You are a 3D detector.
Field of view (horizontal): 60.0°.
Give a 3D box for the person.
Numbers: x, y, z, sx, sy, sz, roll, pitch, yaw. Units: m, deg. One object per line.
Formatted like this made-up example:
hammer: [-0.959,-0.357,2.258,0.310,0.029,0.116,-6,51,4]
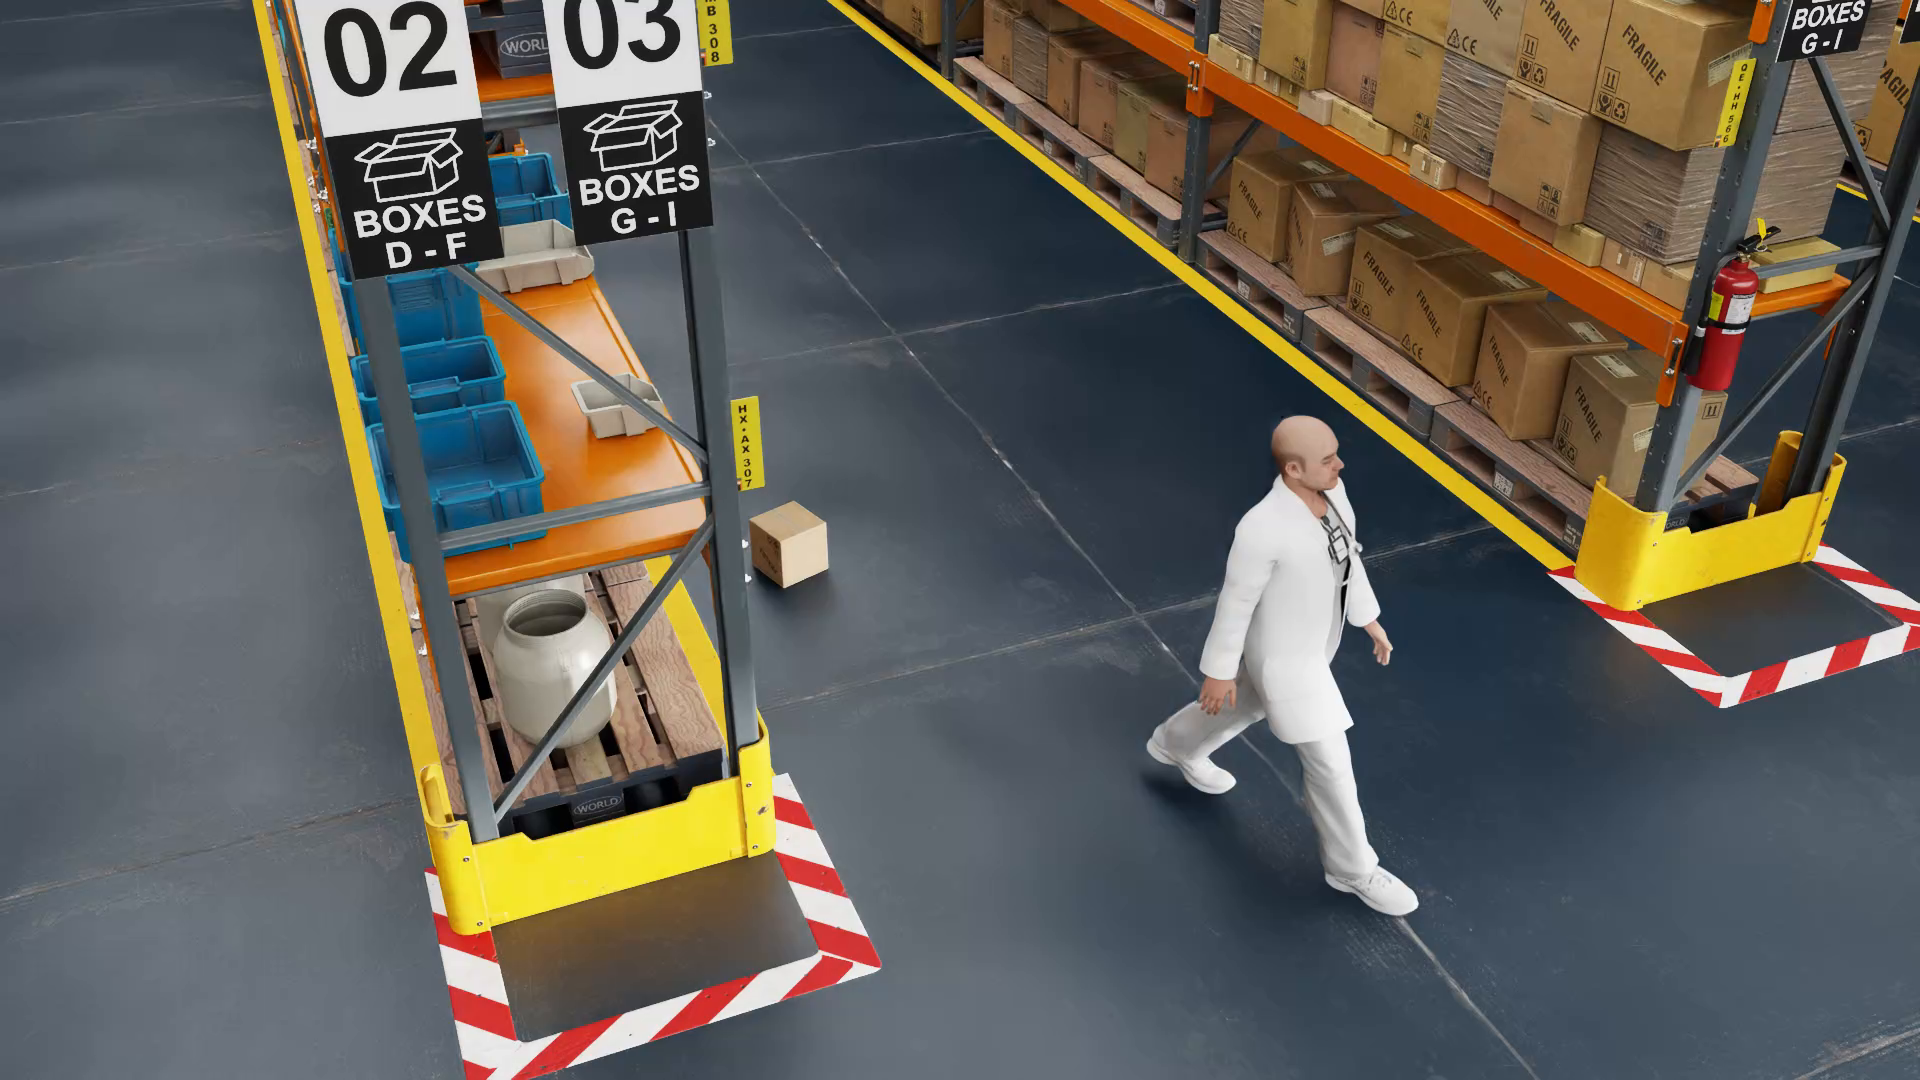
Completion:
person: [1.151,0.358,5.609,1.161,1.722,0.610,19,38,27]
